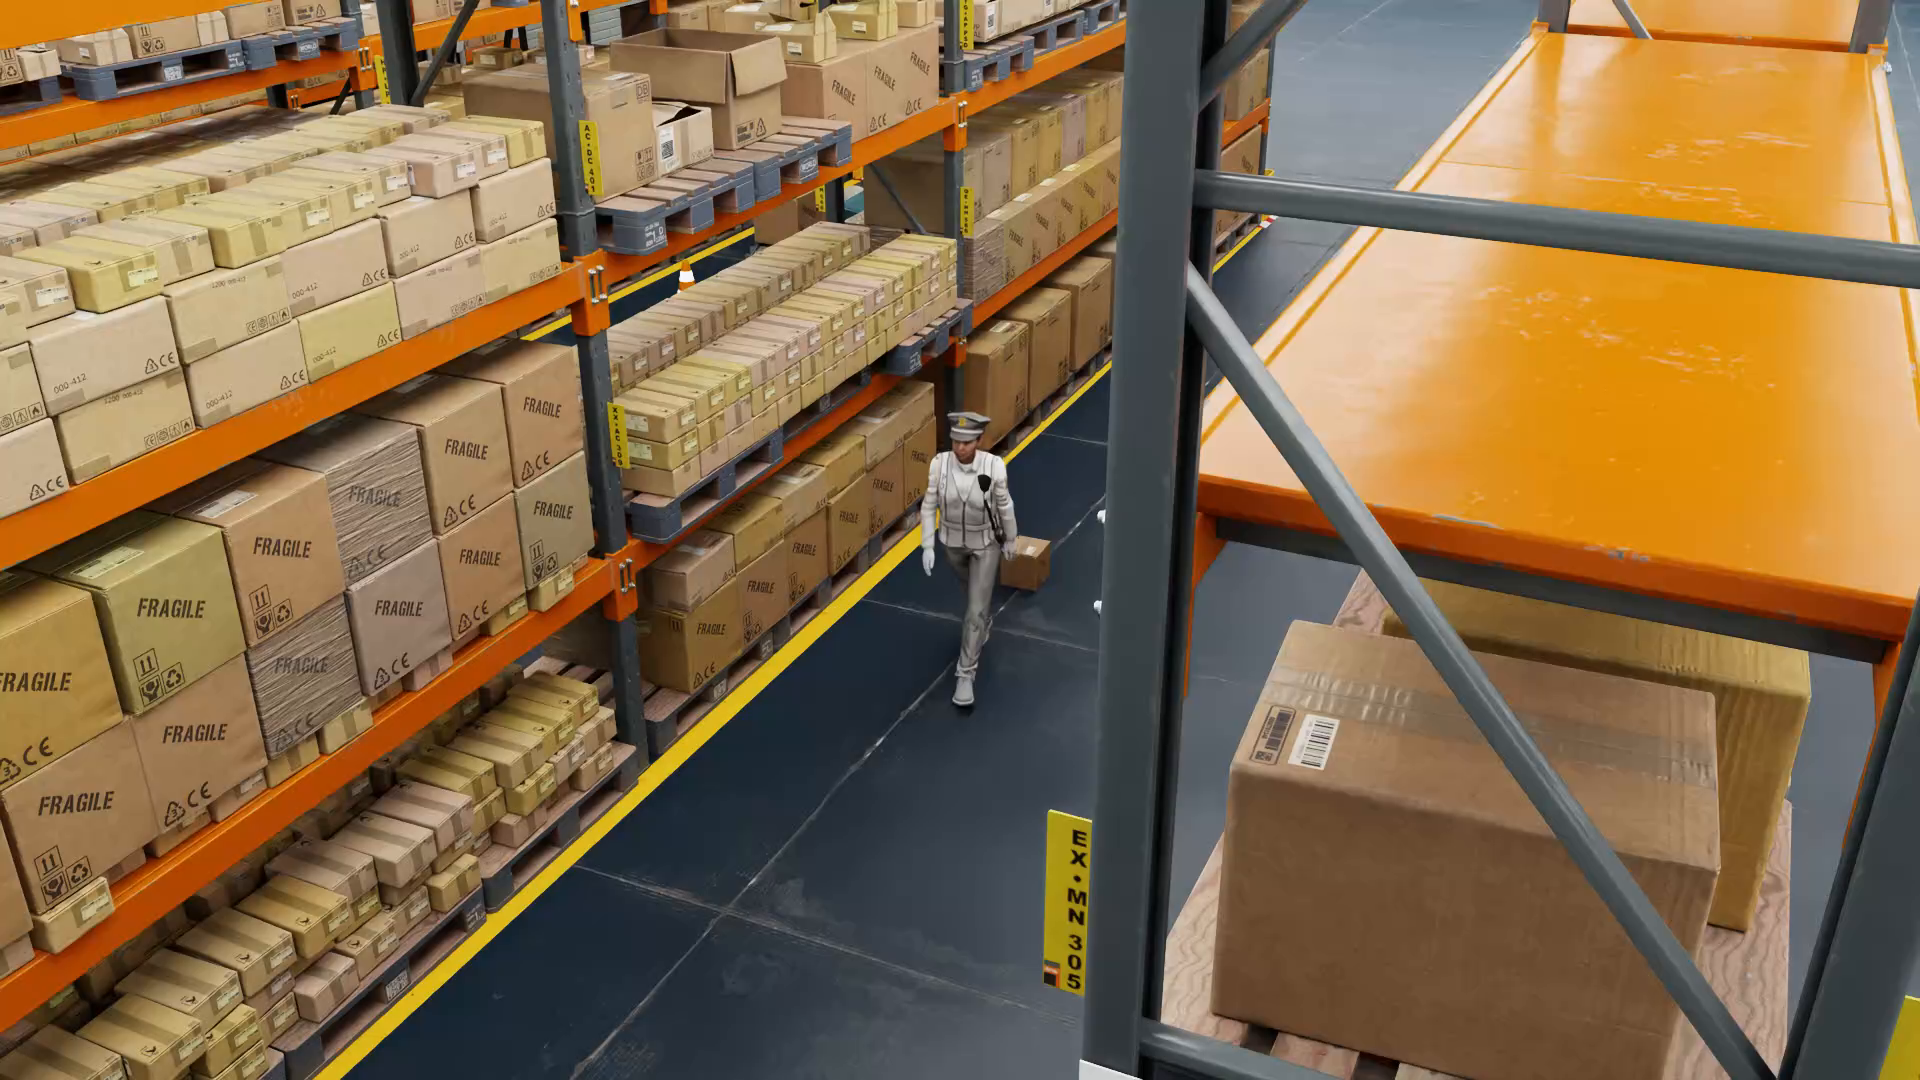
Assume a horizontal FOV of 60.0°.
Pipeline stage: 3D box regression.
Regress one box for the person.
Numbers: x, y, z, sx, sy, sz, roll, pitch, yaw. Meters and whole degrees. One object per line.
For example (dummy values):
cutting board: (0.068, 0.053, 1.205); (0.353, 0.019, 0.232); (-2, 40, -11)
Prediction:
person: (0.031, 0.007, 9.371); (0.515, 1.610, 1.013); (8, 27, 15)
